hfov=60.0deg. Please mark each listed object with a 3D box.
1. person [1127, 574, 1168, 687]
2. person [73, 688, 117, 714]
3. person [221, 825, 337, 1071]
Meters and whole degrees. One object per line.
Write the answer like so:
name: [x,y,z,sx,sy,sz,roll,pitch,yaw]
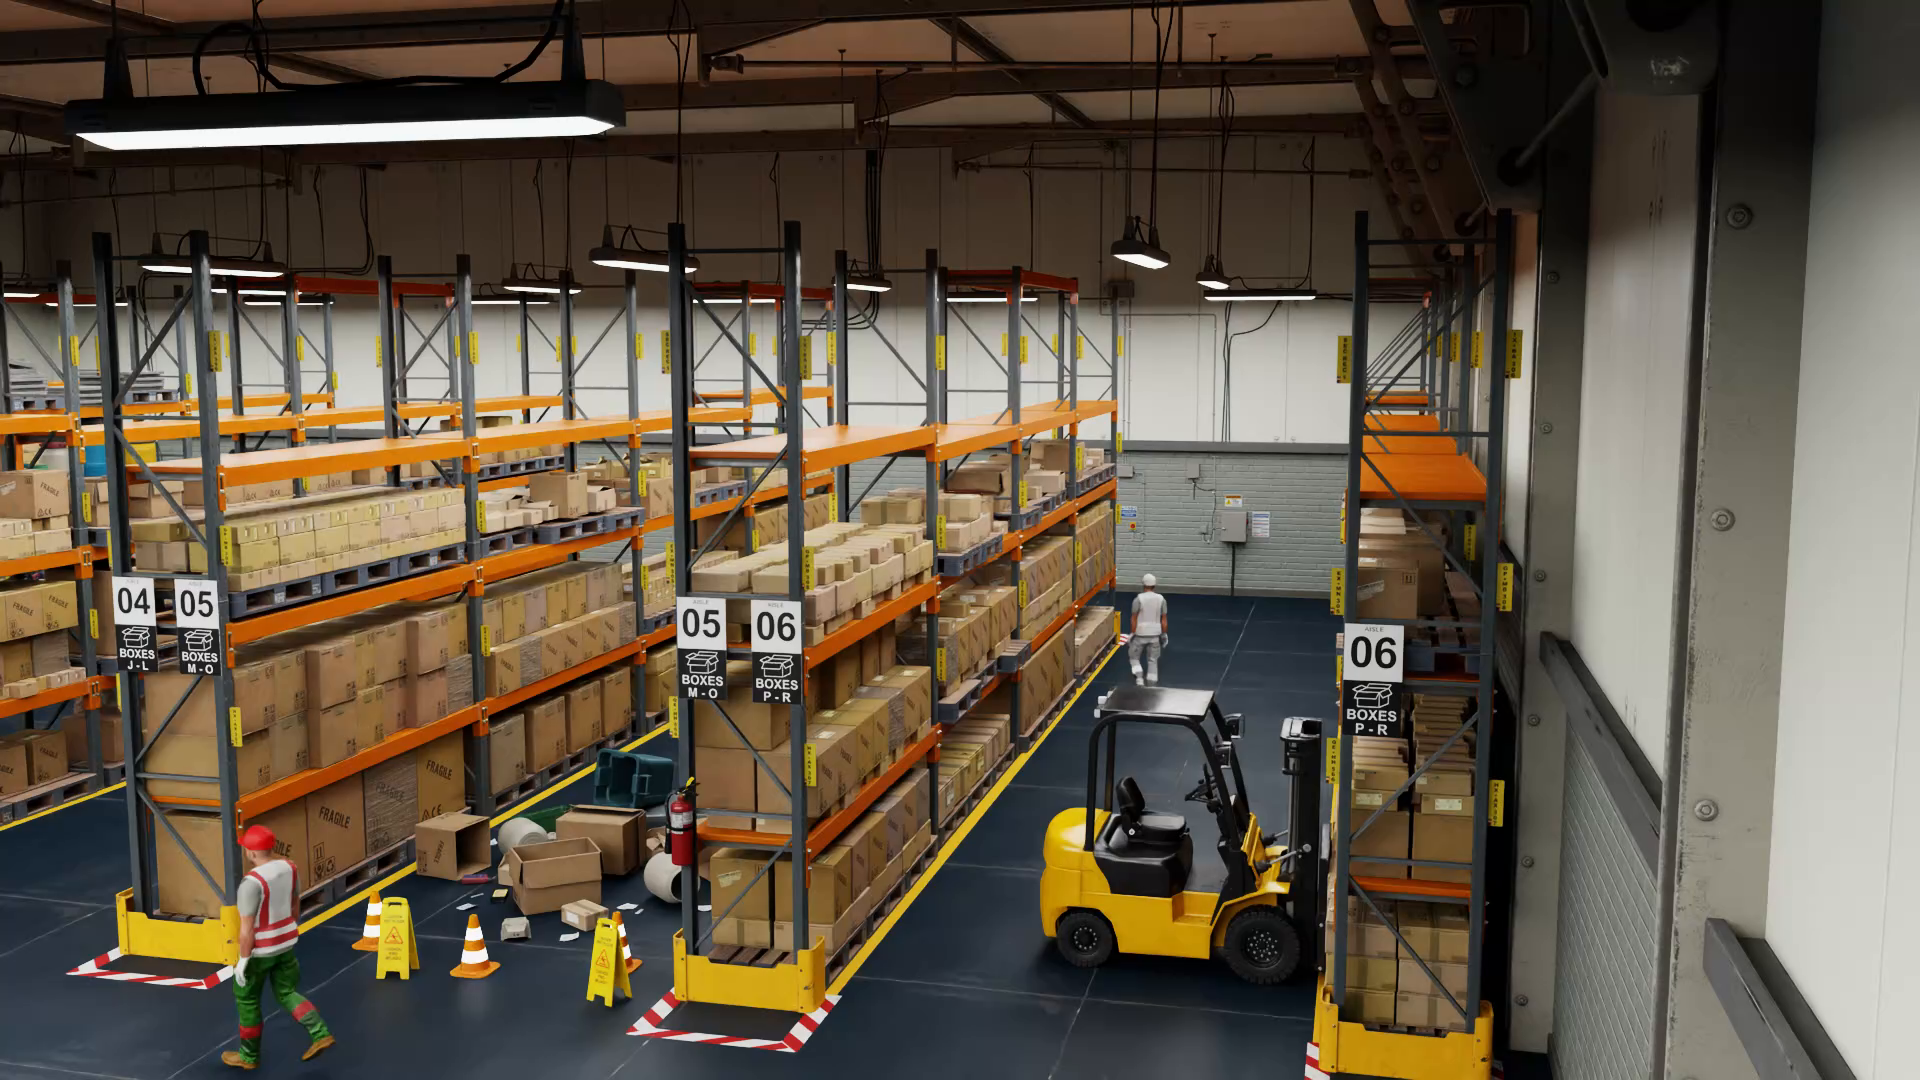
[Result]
person: [2.694,1.381,23.793,0.598,1.791,0.465,-1,7,-10]
person: [-11.634,1.617,22.245,0.565,1.742,0.696,1,7,8]
person: [-4.845,2.878,11.690,0.855,1.777,0.599,3,8,24]
